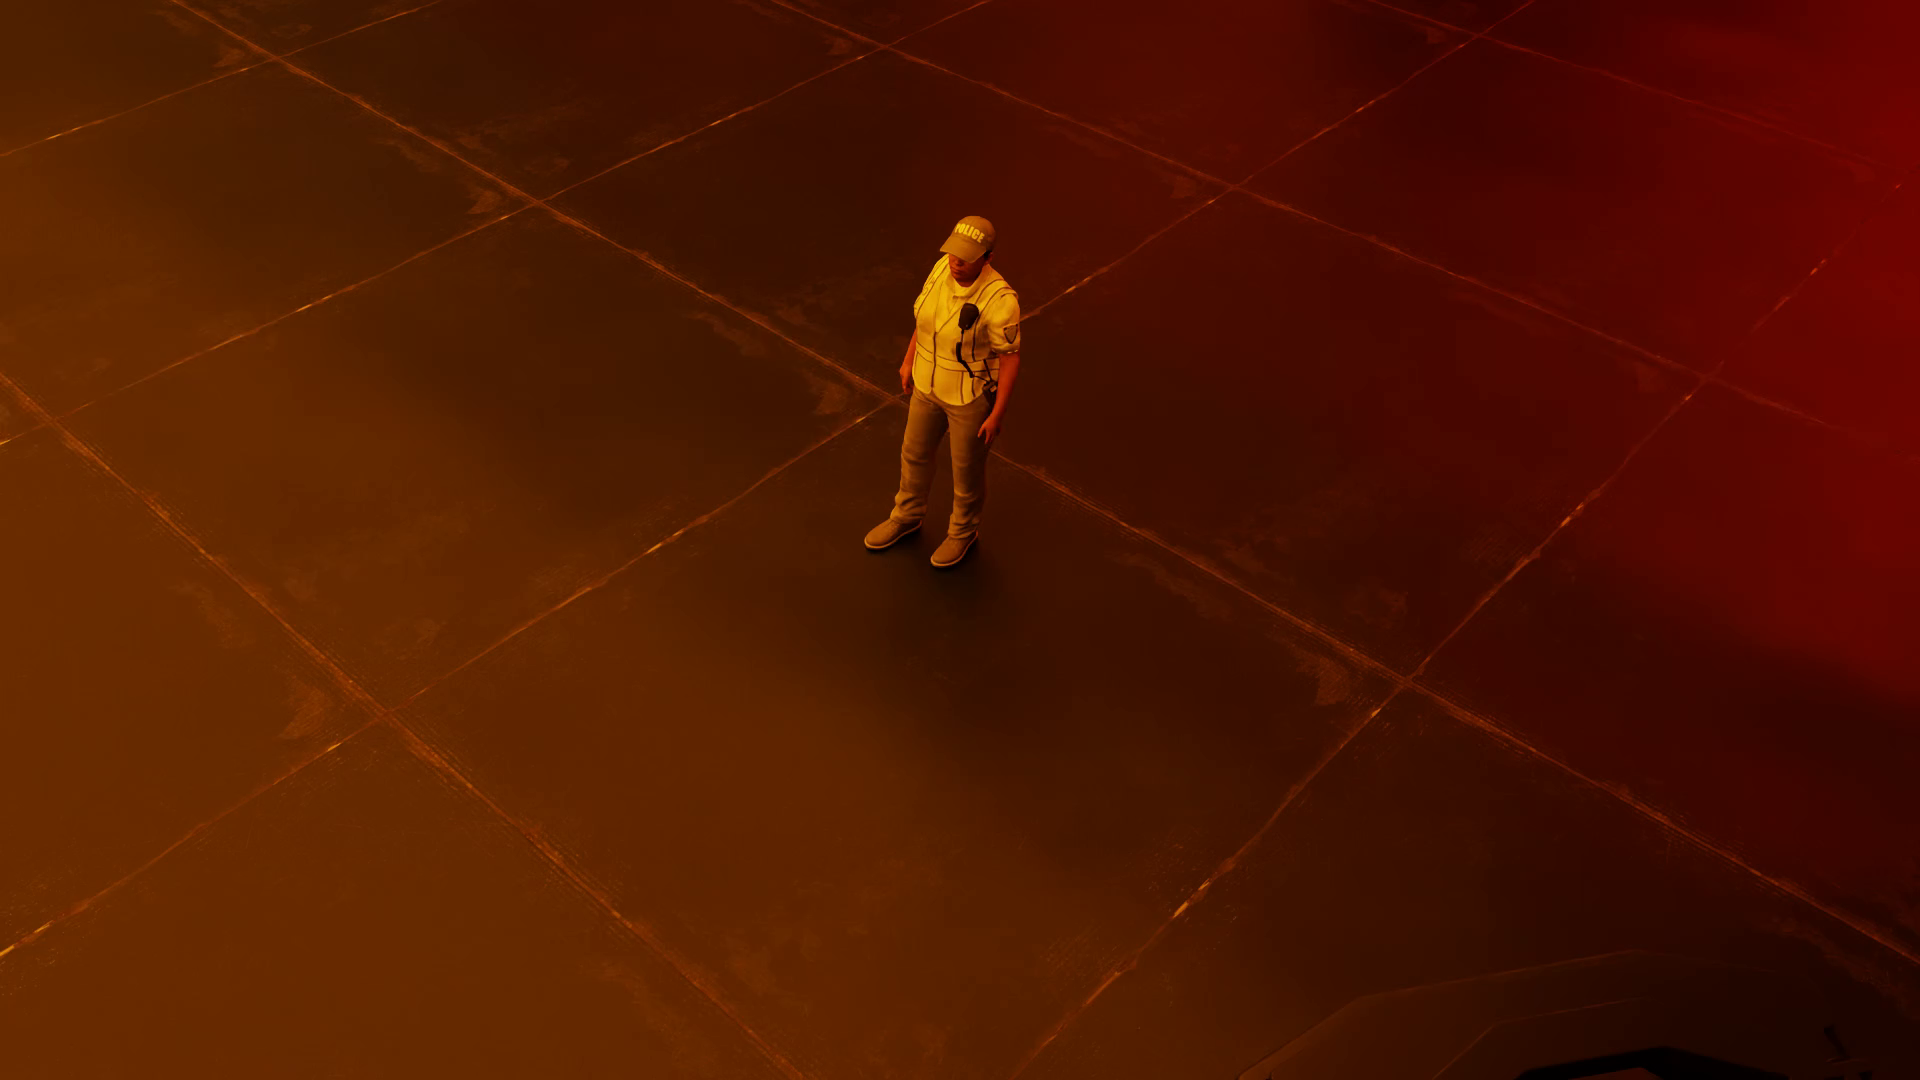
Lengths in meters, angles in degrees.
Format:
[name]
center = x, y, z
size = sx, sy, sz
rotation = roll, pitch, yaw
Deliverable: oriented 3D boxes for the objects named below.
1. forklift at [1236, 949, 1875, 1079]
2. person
[forklift]
center = 0.999, 2.209, 2.854
size = 1.130, 2.935, 3.031
rotation = -7, 41, -8
[person]
center = -0.069, -0.611, 7.101
size = 0.598, 1.670, 0.529
rotation = 31, 49, 31
